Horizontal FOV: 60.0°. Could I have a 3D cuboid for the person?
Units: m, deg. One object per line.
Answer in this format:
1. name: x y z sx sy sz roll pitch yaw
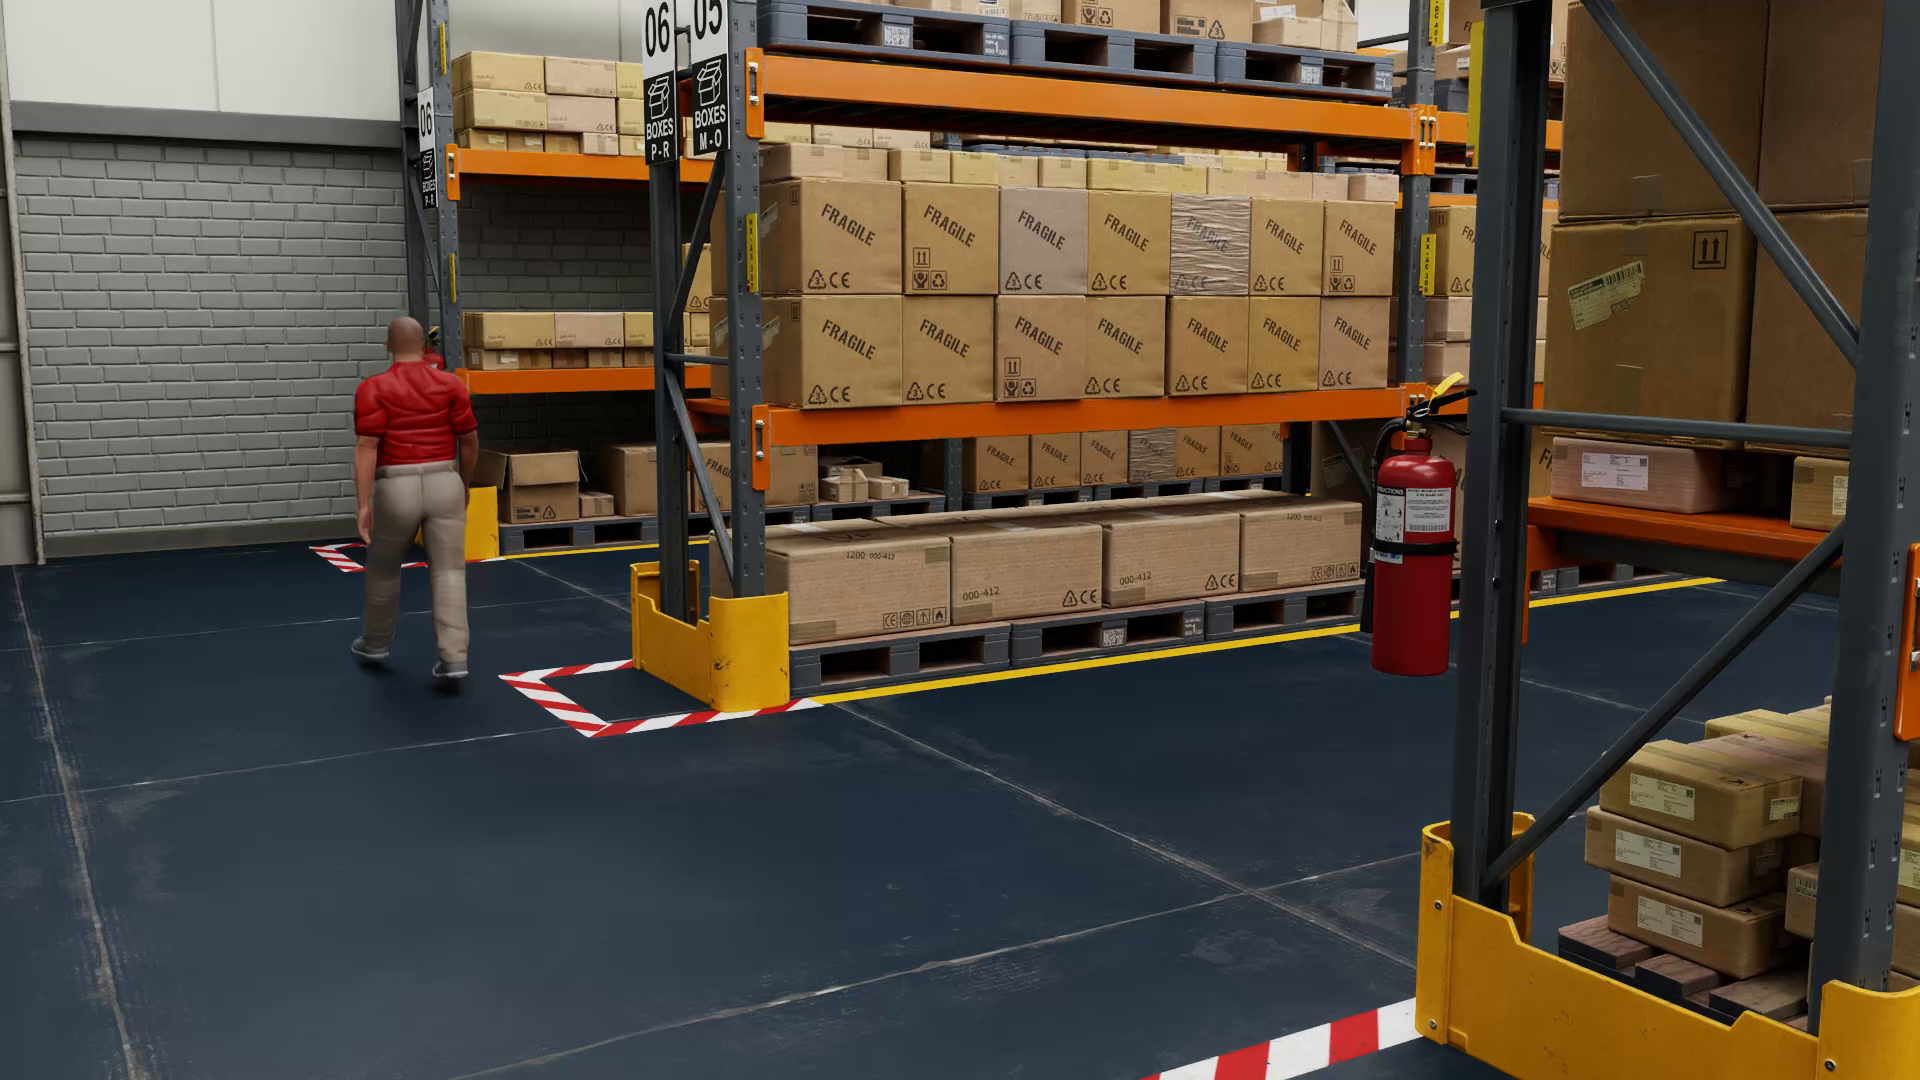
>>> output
1. person: -2.569 -0.218 7.848 0.575 1.662 1.025 -4 9 -25
